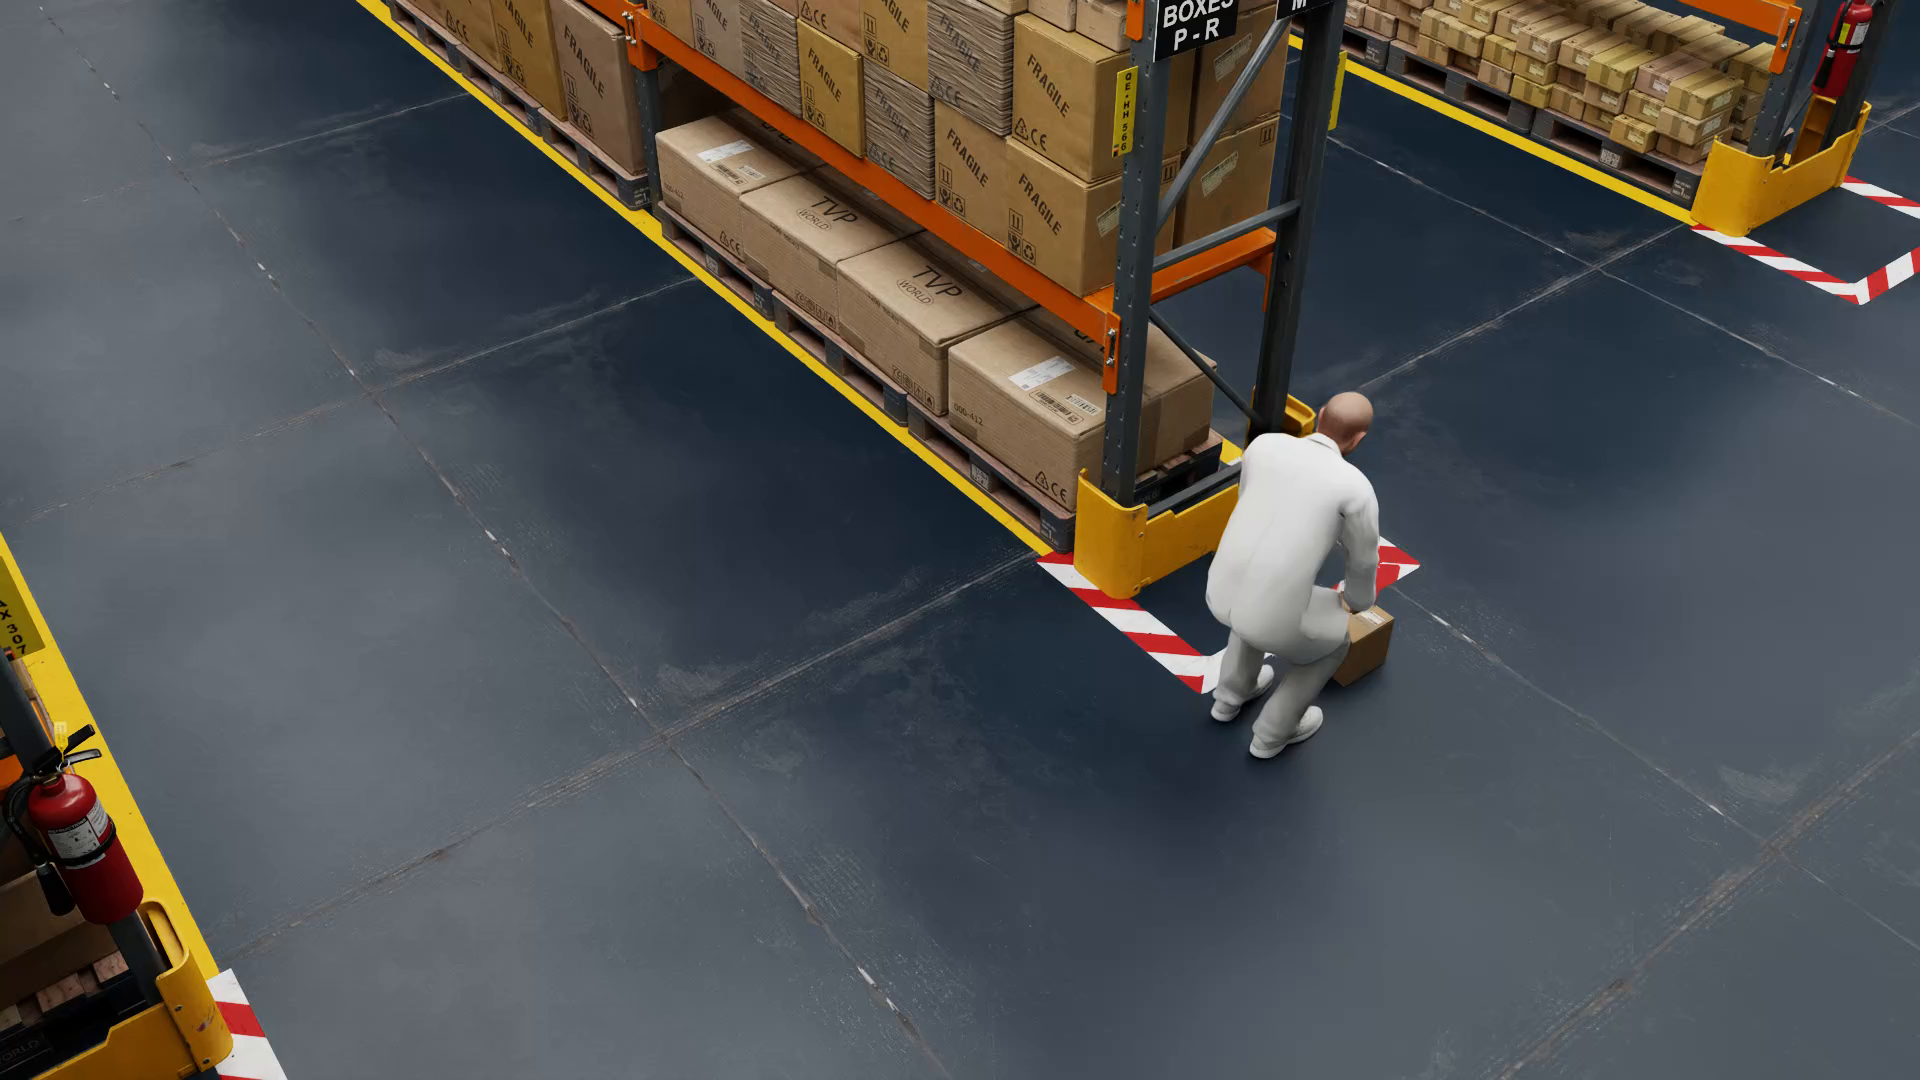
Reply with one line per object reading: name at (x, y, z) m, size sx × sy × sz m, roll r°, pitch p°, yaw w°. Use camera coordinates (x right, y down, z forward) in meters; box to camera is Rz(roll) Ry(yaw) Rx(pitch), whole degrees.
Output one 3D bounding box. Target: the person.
person at (1.219, 0.142, 6.283) m, size 0.719 × 1.417 × 0.631 m, roll -29°, pitch 48°, yaw -30°
